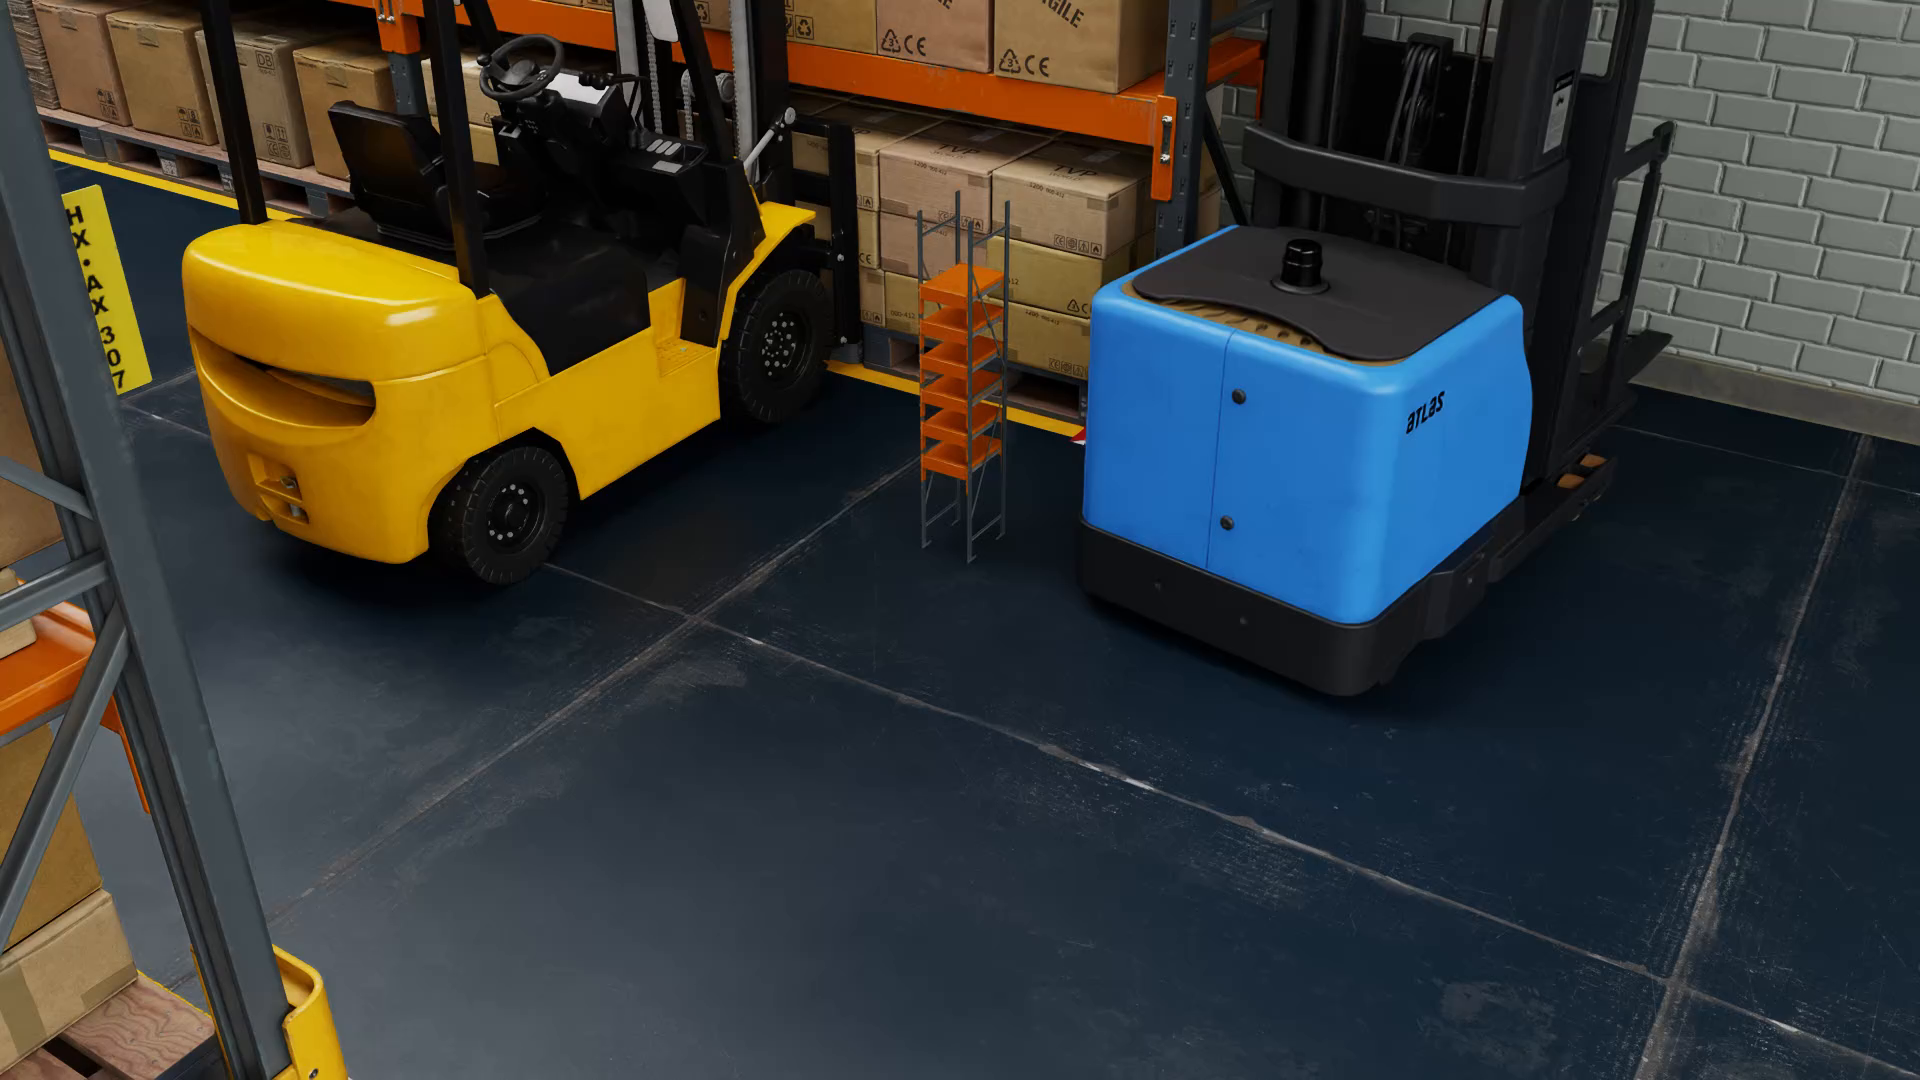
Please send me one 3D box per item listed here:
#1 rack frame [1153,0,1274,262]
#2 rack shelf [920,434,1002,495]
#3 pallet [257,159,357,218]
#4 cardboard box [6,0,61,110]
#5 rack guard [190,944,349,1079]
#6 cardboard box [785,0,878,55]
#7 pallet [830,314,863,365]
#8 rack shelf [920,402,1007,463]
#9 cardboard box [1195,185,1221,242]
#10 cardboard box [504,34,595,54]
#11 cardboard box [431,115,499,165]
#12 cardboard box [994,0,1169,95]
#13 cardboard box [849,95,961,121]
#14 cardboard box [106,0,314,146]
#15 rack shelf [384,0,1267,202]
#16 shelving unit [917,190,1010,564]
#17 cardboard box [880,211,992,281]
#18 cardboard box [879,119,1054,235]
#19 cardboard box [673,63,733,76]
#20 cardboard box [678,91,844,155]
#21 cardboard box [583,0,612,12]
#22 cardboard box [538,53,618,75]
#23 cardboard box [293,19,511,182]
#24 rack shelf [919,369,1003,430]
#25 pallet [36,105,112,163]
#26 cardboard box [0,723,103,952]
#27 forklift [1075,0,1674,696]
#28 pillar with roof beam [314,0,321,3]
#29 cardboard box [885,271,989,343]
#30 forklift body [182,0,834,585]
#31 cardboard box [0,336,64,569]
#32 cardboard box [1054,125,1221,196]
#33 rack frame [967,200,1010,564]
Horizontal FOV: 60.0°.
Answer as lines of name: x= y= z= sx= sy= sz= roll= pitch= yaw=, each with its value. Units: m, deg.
rack frame: x=1.020 y=-1.890 z=6.012 sx=0.127 sy=3.000 sz=1.000 roll=18 pitch=35 yaw=27
rack shelf: x=0.012 y=-0.269 z=5.584 sx=0.180 sy=0.103 sz=0.258 roll=18 pitch=35 yaw=27
pallet: x=-3.013 y=-1.937 z=8.861 sx=1.213 sy=0.211 sz=1.003 roll=18 pitch=35 yaw=27
cardboard box: x=-5.235 y=-3.015 z=9.882 sx=0.625 sy=0.625 sz=0.875 roll=19 pitch=35 yaw=29
rack guard: x=-1.680 y=1.289 z=3.044 sx=0.348 sy=0.500 sz=1.175 roll=18 pitch=35 yaw=27
cardboard box: x=-0.405 y=-2.233 z=6.501 sx=0.500 sy=0.500 sz=0.500 roll=17 pitch=34 yaw=26
pallet: x=-0.679 y=-1.199 z=7.596 sx=1.213 sy=0.211 sz=1.003 roll=18 pitch=35 yaw=27
rack shelf: x=0.012 y=-0.372 z=5.524 sx=0.180 sy=0.103 sz=0.258 roll=18 pitch=35 yaw=27
cardboard box: x=0.732 y=-1.314 z=6.841 sx=0.500 sy=0.250 sz=0.500 roll=18 pitch=35 yaw=28
cardboard box: x=-1.849 y=-2.337 z=8.100 sx=0.500 sy=0.250 sz=0.500 roll=18 pitch=35 yaw=28
cardboard box: x=-2.123 y=-1.909 z=7.862 sx=0.500 sy=0.250 sz=0.500 roll=17 pitch=34 yaw=27
cardboard box: x=0.463 y=-1.953 z=6.021 sx=0.500 sy=0.500 sz=0.500 roll=17 pitch=34 yaw=26
cardboard box: x=-0.130 y=-1.796 z=7.171 sx=0.500 sy=0.250 sz=0.500 roll=17 pitch=34 yaw=27
cardboard box: x=-4.107 y=-2.664 z=9.279 sx=0.625 sy=0.625 sz=0.875 roll=16 pitch=34 yaw=25
rack shelf: x=-0.674 y=-2.115 z=7.112 sx=4.000 sy=0.370 sz=1.077 roll=18 pitch=35 yaw=27
shelving unit: x=0.012 y=-0.514 z=5.441 sx=0.189 sy=1.200 sz=0.258 roll=18 pitch=35 yaw=27
cardboard box: x=0.022 y=-1.235 z=6.706 sx=0.500 sy=0.250 sz=0.500 roll=17 pitch=34 yaw=27
cardboard box: x=0.028 y=-1.440 z=6.561 sx=0.500 sy=0.250 sz=0.500 roll=18 pitch=35 yaw=28
cardboard box: x=-0.990 y=-2.067 z=7.636 sx=0.500 sy=0.250 sz=0.500 roll=18 pitch=35 yaw=28
cardboard box: x=-0.830 y=-1.710 z=7.023 sx=0.500 sy=0.250 sz=0.500 roll=17 pitch=34 yaw=26
cardboard box: x=-1.252 y=-2.506 z=6.970 sx=0.500 sy=0.500 sz=0.500 roll=17 pitch=34 yaw=27
cardboard box: x=-1.698 y=-1.982 z=7.490 sx=0.500 sy=0.250 sz=0.500 roll=18 pitch=35 yaw=27
cardboard box: x=-2.816 y=-2.252 z=8.573 sx=0.625 sy=0.625 sz=0.875 roll=19 pitch=35 yaw=29
rack shelf: x=0.012 y=-0.476 z=5.463 sx=0.180 sy=0.103 sz=0.258 roll=18 pitch=35 yaw=27
pallet: x=-5.080 y=-2.591 z=9.982 sx=1.213 sy=0.211 sz=1.003 roll=18 pitch=35 yaw=27
cardboard box: x=-2.173 y=0.572 z=3.360 sx=0.500 sy=0.500 sz=0.500 roll=16 pitch=34 yaw=26
forklift: x=1.711 y=-1.480 z=5.379 sx=1.130 sy=2.935 sz=3.031 roll=23 pitch=37 yaw=34
pillar with roof beam: x=-6.461 y=-4.822 z=5.085 sx=0.400 sy=9.000 sz=9.100 roll=18 pitch=35 yaw=27
cardboard box: x=0.038 y=-1.012 z=6.819 sx=0.500 sy=0.250 sz=0.500 roll=18 pitch=35 yaw=27
forklift body: x=-1.556 y=-1.252 z=5.762 sx=1.214 sy=2.155 sz=2.313 roll=18 pitch=35 yaw=27
cardboard box: x=-1.870 y=-0.187 z=2.699 sx=0.500 sy=0.500 sz=0.500 roll=17 pitch=34 yaw=27
cardboard box: x=0.713 y=-1.525 z=6.707 sx=0.500 sy=0.250 sz=0.500 roll=17 pitch=34 yaw=27
rack frame: x=0.090 y=-0.490 z=5.399 sx=0.006 sy=1.200 sz=0.240 roll=18 pitch=35 yaw=27
